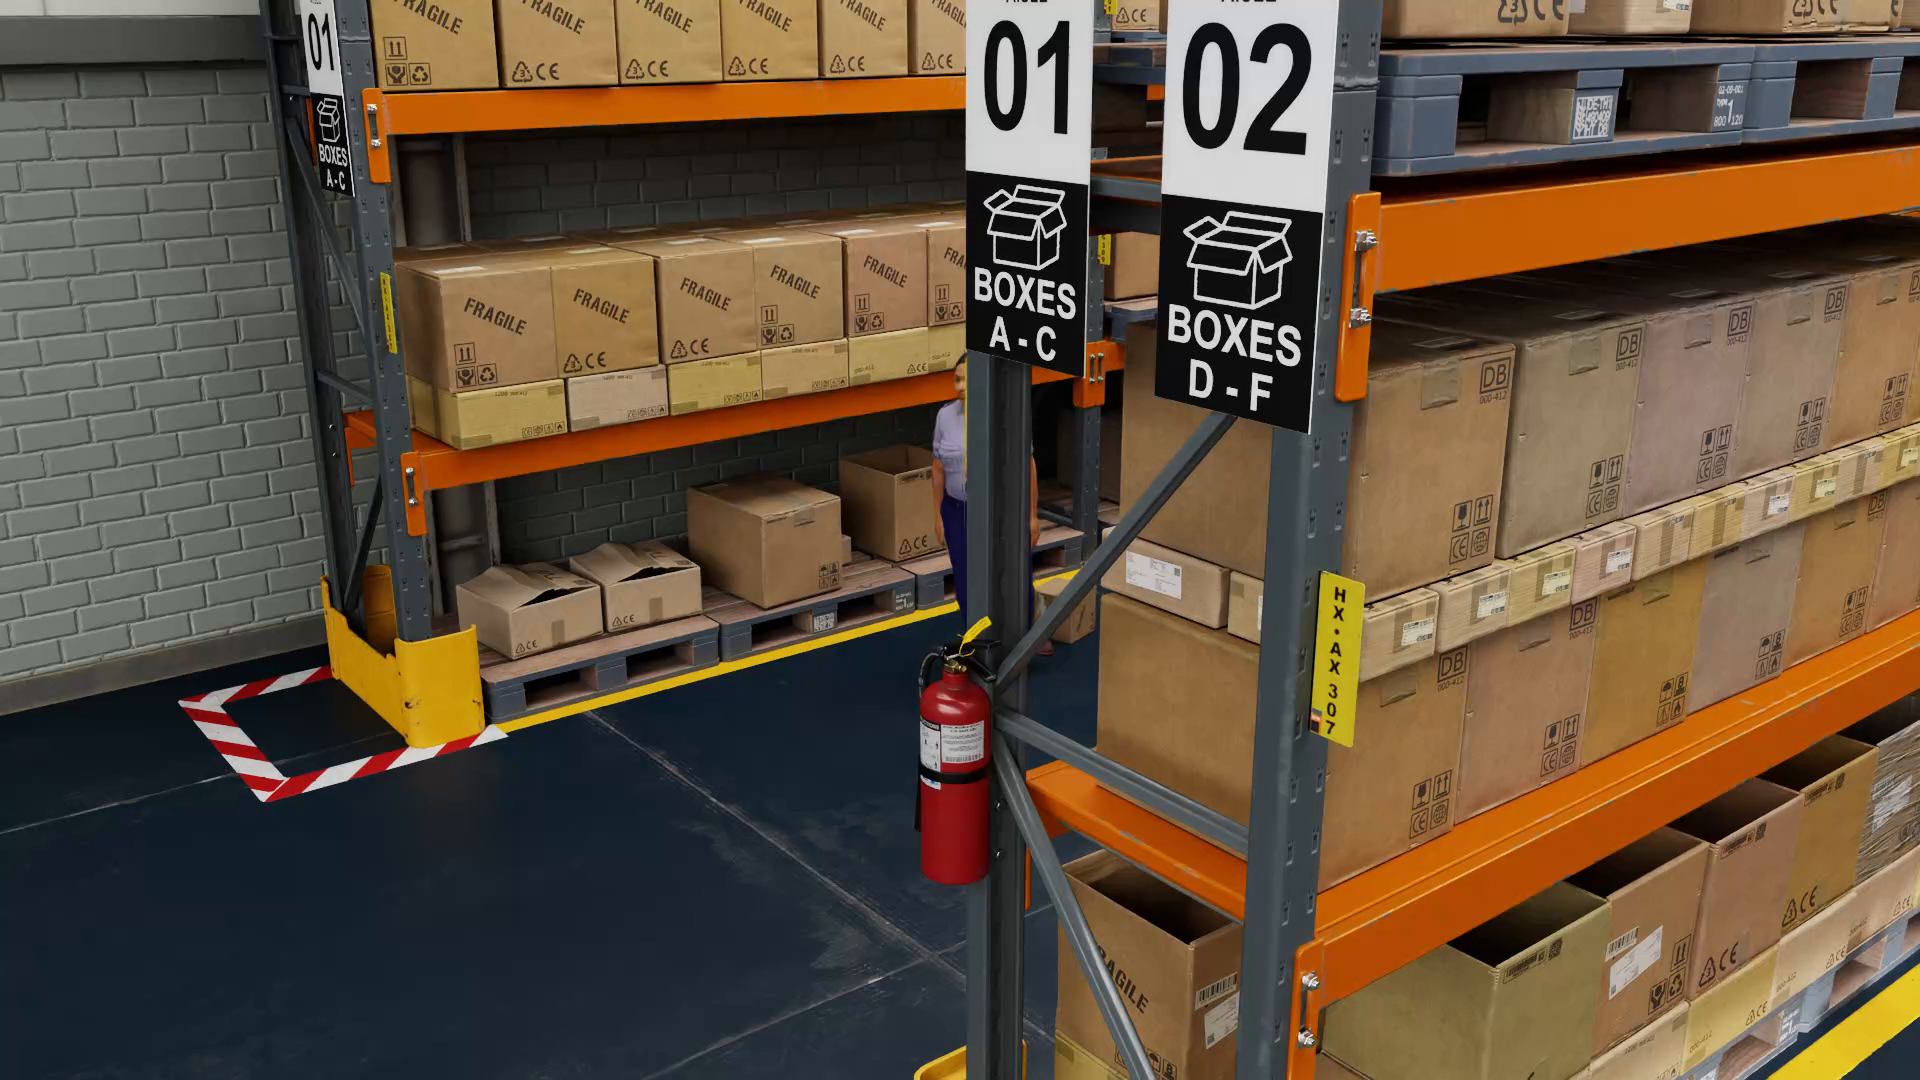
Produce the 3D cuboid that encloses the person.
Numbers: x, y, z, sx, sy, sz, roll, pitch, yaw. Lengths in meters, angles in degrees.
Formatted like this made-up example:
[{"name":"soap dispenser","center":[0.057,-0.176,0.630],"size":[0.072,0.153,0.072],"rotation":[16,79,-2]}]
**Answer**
[{"name":"person","center":[0.130,-0.142,7.917],"size":[0.524,1.578,0.480],"rotation":[4,18,14]}]
